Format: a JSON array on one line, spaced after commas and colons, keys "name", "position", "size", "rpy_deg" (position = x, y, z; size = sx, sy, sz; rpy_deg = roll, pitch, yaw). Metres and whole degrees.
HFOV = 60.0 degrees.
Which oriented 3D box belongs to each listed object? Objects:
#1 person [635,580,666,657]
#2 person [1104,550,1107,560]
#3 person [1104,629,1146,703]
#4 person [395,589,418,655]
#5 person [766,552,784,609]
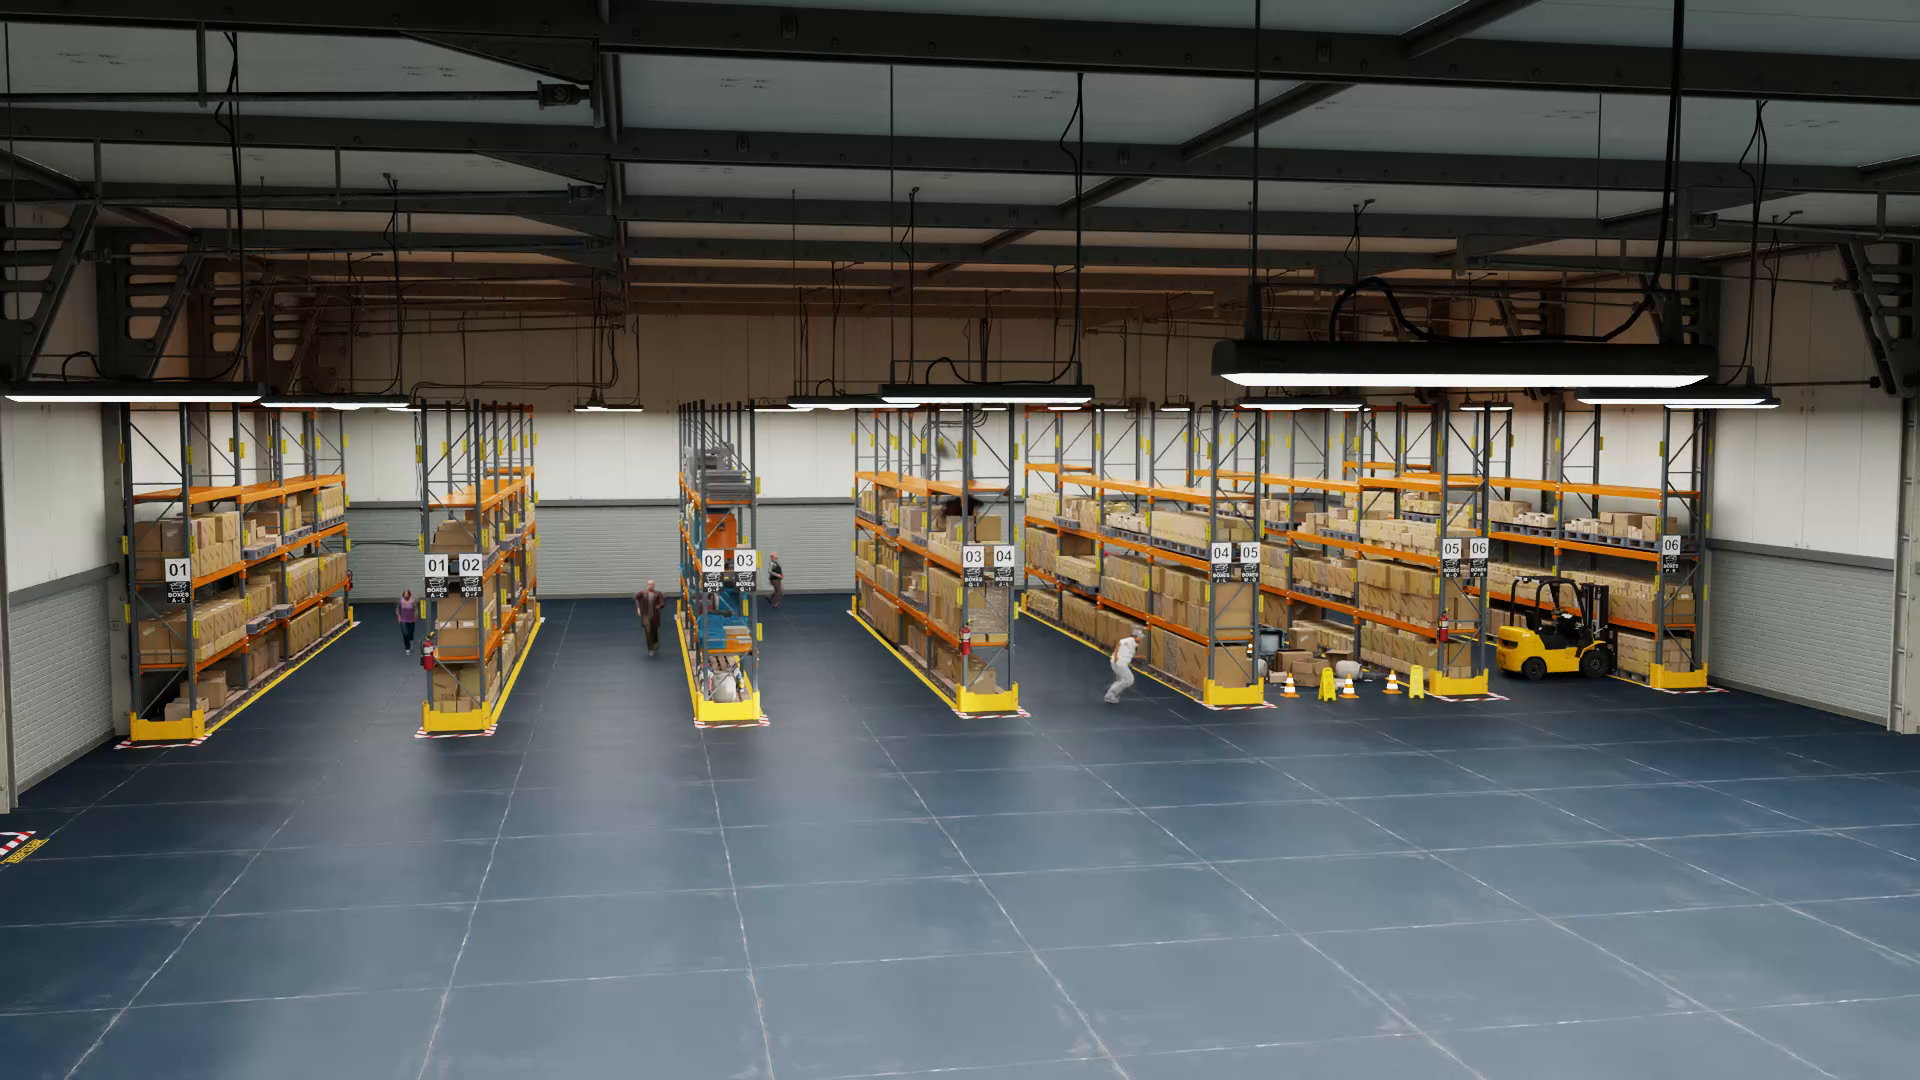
[{"name": "person", "position": [-7.382, 1.840, 39.658], "size": [0.717, 1.786, 1.058], "rpy_deg": [-1, 4, -13]}, {"name": "person", "position": [4.259, 1.178, 48.704], "size": [0.839, 1.774, 0.643], "rpy_deg": [4, 6, 43]}, {"name": "person", "position": [3.245, 2.502, 32.860], "size": [0.854, 1.492, 0.637], "rpy_deg": [1, 5, 19]}, {"name": "person", "position": [-13.260, 1.950, 39.878], "size": [0.525, 1.560, 0.682], "rpy_deg": [-1, 5, -18]}, {"name": "person", "position": [-5.463, 1.187, 49.062], "size": [0.608, 1.670, 0.657], "rpy_deg": [1, 4, 8]}]
